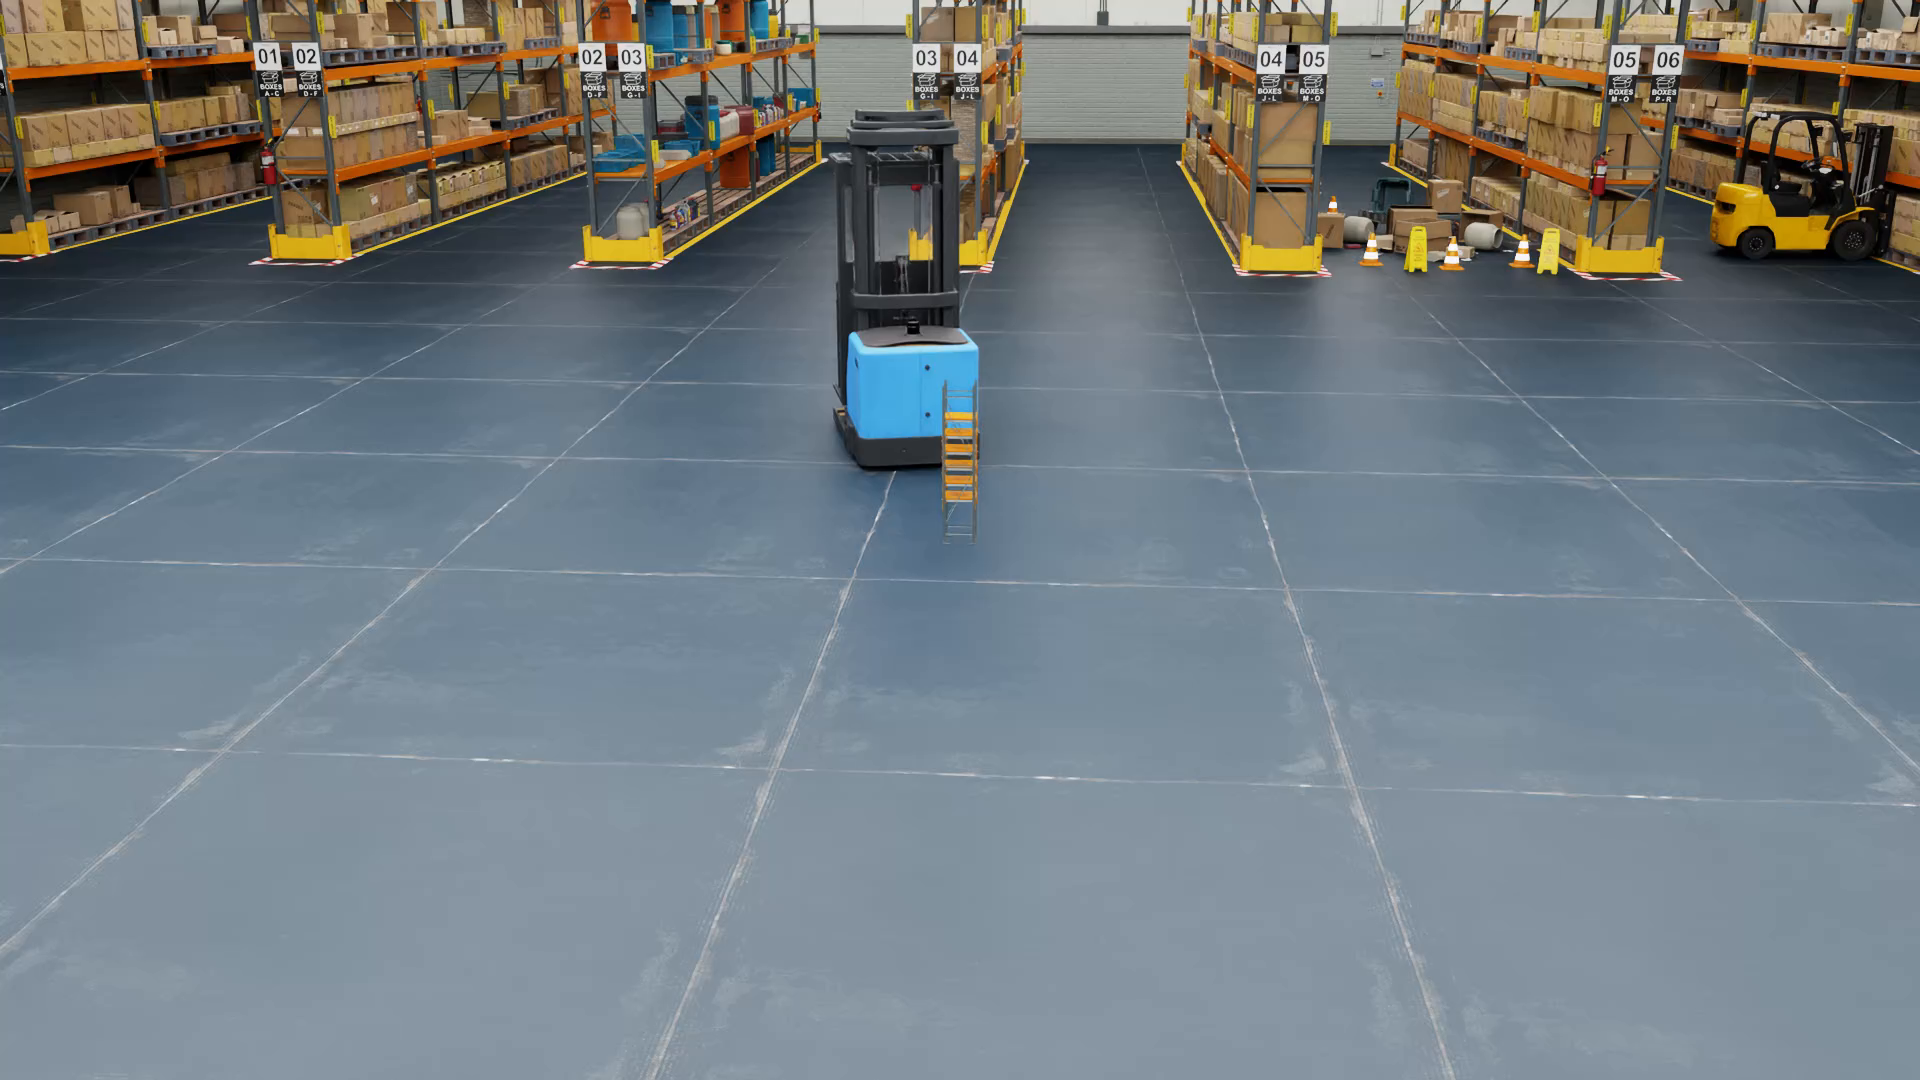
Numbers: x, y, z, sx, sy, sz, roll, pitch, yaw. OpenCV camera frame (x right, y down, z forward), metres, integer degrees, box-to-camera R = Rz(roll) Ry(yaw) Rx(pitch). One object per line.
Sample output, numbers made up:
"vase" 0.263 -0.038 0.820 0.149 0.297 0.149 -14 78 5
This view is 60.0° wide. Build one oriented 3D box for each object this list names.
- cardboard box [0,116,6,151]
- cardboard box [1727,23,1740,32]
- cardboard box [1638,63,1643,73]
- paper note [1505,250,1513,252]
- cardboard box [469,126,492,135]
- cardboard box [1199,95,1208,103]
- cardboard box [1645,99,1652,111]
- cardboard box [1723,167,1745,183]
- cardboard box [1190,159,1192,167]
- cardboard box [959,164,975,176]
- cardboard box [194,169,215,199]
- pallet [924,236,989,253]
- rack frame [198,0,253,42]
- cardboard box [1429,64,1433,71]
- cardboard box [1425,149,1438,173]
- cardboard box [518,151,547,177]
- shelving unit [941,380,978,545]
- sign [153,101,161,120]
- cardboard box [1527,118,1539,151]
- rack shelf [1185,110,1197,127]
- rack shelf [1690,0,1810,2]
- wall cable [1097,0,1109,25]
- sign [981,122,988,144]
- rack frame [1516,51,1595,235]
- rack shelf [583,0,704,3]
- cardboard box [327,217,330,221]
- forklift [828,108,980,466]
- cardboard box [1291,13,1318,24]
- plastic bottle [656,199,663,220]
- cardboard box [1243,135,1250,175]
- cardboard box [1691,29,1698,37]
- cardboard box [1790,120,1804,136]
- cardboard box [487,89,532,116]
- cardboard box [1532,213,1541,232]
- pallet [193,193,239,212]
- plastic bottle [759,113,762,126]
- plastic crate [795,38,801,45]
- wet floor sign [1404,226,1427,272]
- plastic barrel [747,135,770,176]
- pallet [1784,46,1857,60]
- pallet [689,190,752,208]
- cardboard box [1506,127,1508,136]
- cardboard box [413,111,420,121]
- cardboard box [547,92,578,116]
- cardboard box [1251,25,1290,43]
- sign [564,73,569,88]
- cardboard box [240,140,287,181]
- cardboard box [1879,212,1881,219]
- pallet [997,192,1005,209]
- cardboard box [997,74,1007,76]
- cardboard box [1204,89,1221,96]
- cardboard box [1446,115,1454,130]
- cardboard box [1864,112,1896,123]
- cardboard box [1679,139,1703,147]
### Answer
"cardboard box" -15.184 -6.382 26.087 0.500 0.500 0.500 1 18 3
"cardboard box" 15.032 -9.881 32.067 0.380 0.149 0.250 1 18 3
"cardboard box" 9.978 -6.869 24.154 0.380 0.149 0.250 1 18 2
"paper note" 8.706 -4.591 26.385 0.142 0.019 0.148 -5 19 -15
"cardboard box" -9.280 -7.906 32.139 0.380 0.149 0.250 1 18 4
"cardboard box" 5.002 -8.874 33.461 0.380 0.149 0.250 2 18 7
"cardboard box" 15.375 -9.545 36.498 0.500 0.250 0.500 1 18 4
"cardboard box" 15.041 -6.906 32.022 0.500 0.500 0.500 2 18 6
"cardboard box" 5.379 -8.485 37.405 0.380 0.149 0.250 1 18 4
"cardboard box" 0.074 -5.568 25.003 0.380 0.149 0.250 1 18 4
"cardboard box" -14.619 -6.748 31.507 0.700 0.500 0.500 1 18 5
"pallet" -0.085 -4.554 25.983 1.003 0.211 1.213 1 18 4
"rack frame" -14.432 -11.272 32.371 1.000 3.000 0.127 1 18 4
"cardboard box" 10.421 -10.280 36.169 0.380 0.149 0.250 1 18 3
"cardboard box" 10.713 -8.285 36.330 0.875 0.438 0.875 1 18 3
"cardboard box" -9.068 -7.948 35.170 0.500 0.500 0.500 1 18 2
"shelving unit" -0.001 -0.566 12.222 0.258 1.200 0.189 1 18 4
"sign" -14.177 -7.580 29.349 0.100 0.325 0.005 1 18 4
"cardboard box" 9.678 -6.684 27.366 0.500 0.500 0.500 1 18 4
"rack shelf" 5.760 -9.469 37.658 1.077 0.370 4.000 1 18 4
"rack shelf" 15.369 -10.698 32.418 1.077 0.370 4.000 1 18 4
"wall cable" 4.806 -16.633 43.565 2.277 5.999 0.120 1 18 4
"sign" 0.357 -6.004 24.538 0.100 0.325 0.005 1 18 4
"rack frame" 9.987 -6.626 27.826 1.000 3.000 0.127 1 18 4
"rack shelf" -4.981 -8.655 26.183 1.077 0.370 4.000 1 18 4
"cardboard box" -10.297 -5.048 26.754 0.500 0.250 0.500 1 18 4
"forklift" -0.591 -2.434 15.146 1.130 2.935 3.031 -3 18 -10
"cardboard box" 5.171 -7.807 24.901 0.380 0.149 0.250 1 18 3
"plastic bottle" -5.165 -5.663 28.436 0.144 0.351 0.185 1 18 4
"cardboard box" 4.755 -5.821 25.130 0.875 0.550 0.550 1 18 4
"cardboard box" 15.017 -10.233 33.585 0.380 0.149 0.250 2 18 5
"cardboard box" 14.791 -7.159 28.892 0.500 0.250 0.500 2 18 5
"cardboard box" -9.302 -9.036 34.348 0.700 0.500 0.500 5 19 14
"cardboard box" 9.649 -5.175 27.141 0.500 0.250 0.500 2 18 7
"pallet" -14.580 -6.475 31.845 1.003 0.211 1.213 1 18 4
"plastic bottle" -4.095 -8.588 34.022 0.097 0.271 0.097 0 18 0
"plastic crate" -3.878 -11.337 37.811 0.437 0.136 0.530 1 18 4
"wet floor sign" 6.729 -4.290 24.480 0.267 0.644 0.232 -2 18 -6
"plastic barrel" -4.370 -8.256 35.497 0.600 0.901 0.708 1 18 4
"pallet" 15.189 -8.534 29.135 1.003 0.211 1.213 2 18 6
"pallet" -4.645 -6.635 32.332 1.003 0.211 1.213 1 18 4
"cardboard box" 9.837 -7.188 29.272 0.380 0.149 0.250 1 18 4
"cardboard box" -9.583 -7.336 28.791 0.380 0.149 0.250 1 18 4
"cardboard box" -8.896 -9.753 37.211 0.500 0.500 0.500 2 18 5
"cardboard box" 4.513 -7.363 24.188 0.500 0.250 0.500 2 18 5
"sign" -8.650 -10.093 36.547 0.100 0.325 0.005 1 18 4
"cardboard box" -14.248 -7.824 34.262 0.750 0.750 0.750 1 18 3
"cardboard box" 14.477 -5.034 25.907 0.500 0.250 0.500 1 18 4
"pallet" 0.332 -6.521 31.986 1.003 0.211 1.213 1 18 4
"cardboard box" 0.578 -9.444 34.656 0.797 0.503 0.637 1 18 5
"cardboard box" 5.369 -9.535 36.066 0.500 0.500 0.500 1 18 4
"cardboard box" 10.133 -8.434 33.584 0.500 0.250 0.500 1 18 3
"cardboard box" 14.561 -6.680 26.313 0.380 0.149 0.250 2 18 5
"cardboard box" 15.250 -8.275 34.679 0.380 0.149 0.250 0 18 1
